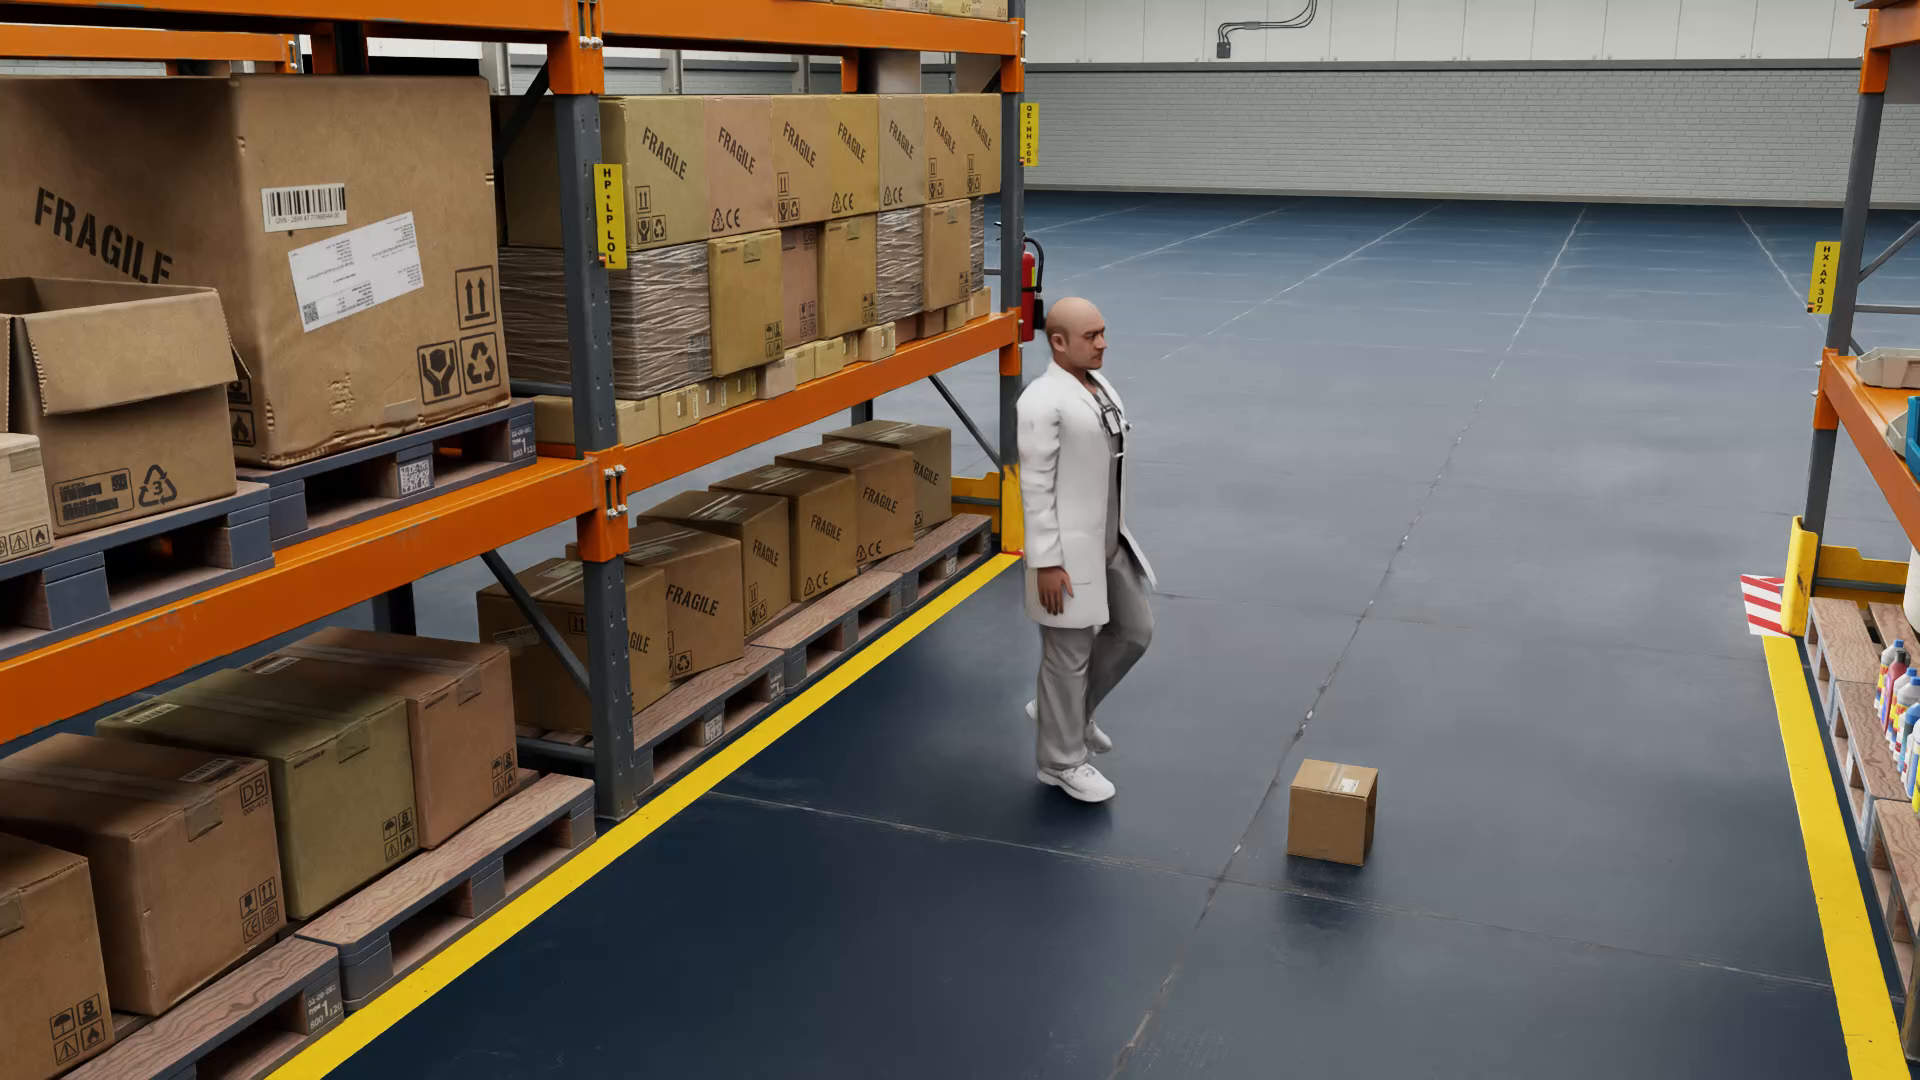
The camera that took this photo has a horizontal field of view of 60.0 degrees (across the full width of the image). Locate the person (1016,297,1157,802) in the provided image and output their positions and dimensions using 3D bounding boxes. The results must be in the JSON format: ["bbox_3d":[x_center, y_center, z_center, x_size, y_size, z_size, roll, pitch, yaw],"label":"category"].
[{"bbox_3d":[0.415,0.034,5.861,0.479,1.776,0.646,9,18,30],"label":"person"}]
